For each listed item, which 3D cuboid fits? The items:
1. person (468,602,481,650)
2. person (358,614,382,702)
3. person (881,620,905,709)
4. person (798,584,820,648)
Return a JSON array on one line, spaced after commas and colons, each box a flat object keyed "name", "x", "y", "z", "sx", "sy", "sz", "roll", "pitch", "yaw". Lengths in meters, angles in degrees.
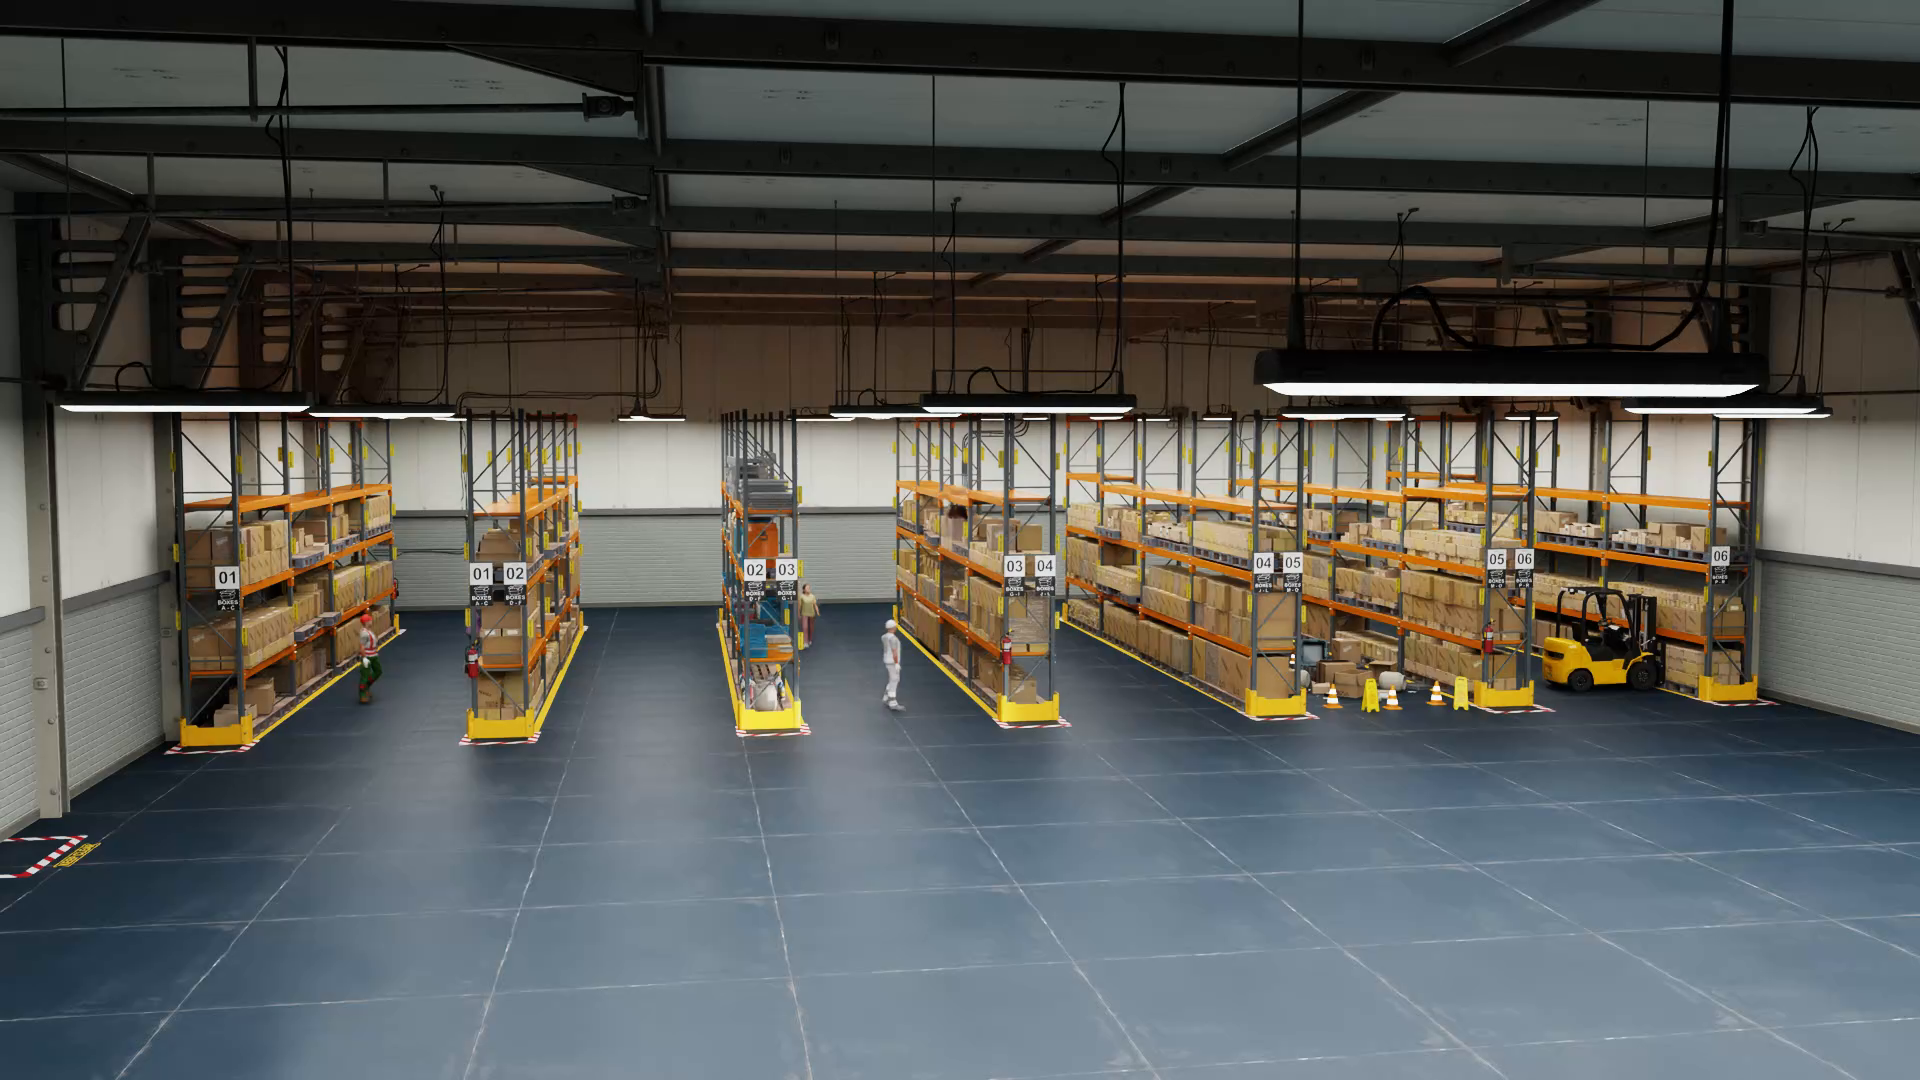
[{"name": "person", "x": -11.368, "y": 2.220, "z": 38.988, "sx": 0.343, "sy": 1.577, "sz": 0.441, "roll": -1, "pitch": 4, "yaw": -18}, {"name": "person", "x": -12.277, "y": 2.424, "z": 34.376, "sx": 0.443, "sy": 1.785, "sz": 0.702, "roll": 1, "pitch": 4, "yaw": 7}, {"name": "person", "x": -1.350, "y": 2.506, "z": 33.464, "sx": 0.402, "sy": 1.812, "sz": 0.610, "roll": -1, "pitch": 4, "yaw": -17}, {"name": "person", "x": -3.872, "y": 1.934, "z": 42.544, "sx": 0.557, "sy": 1.611, "sz": 1.039, "roll": -1, "pitch": 4, "yaw": -10}]
